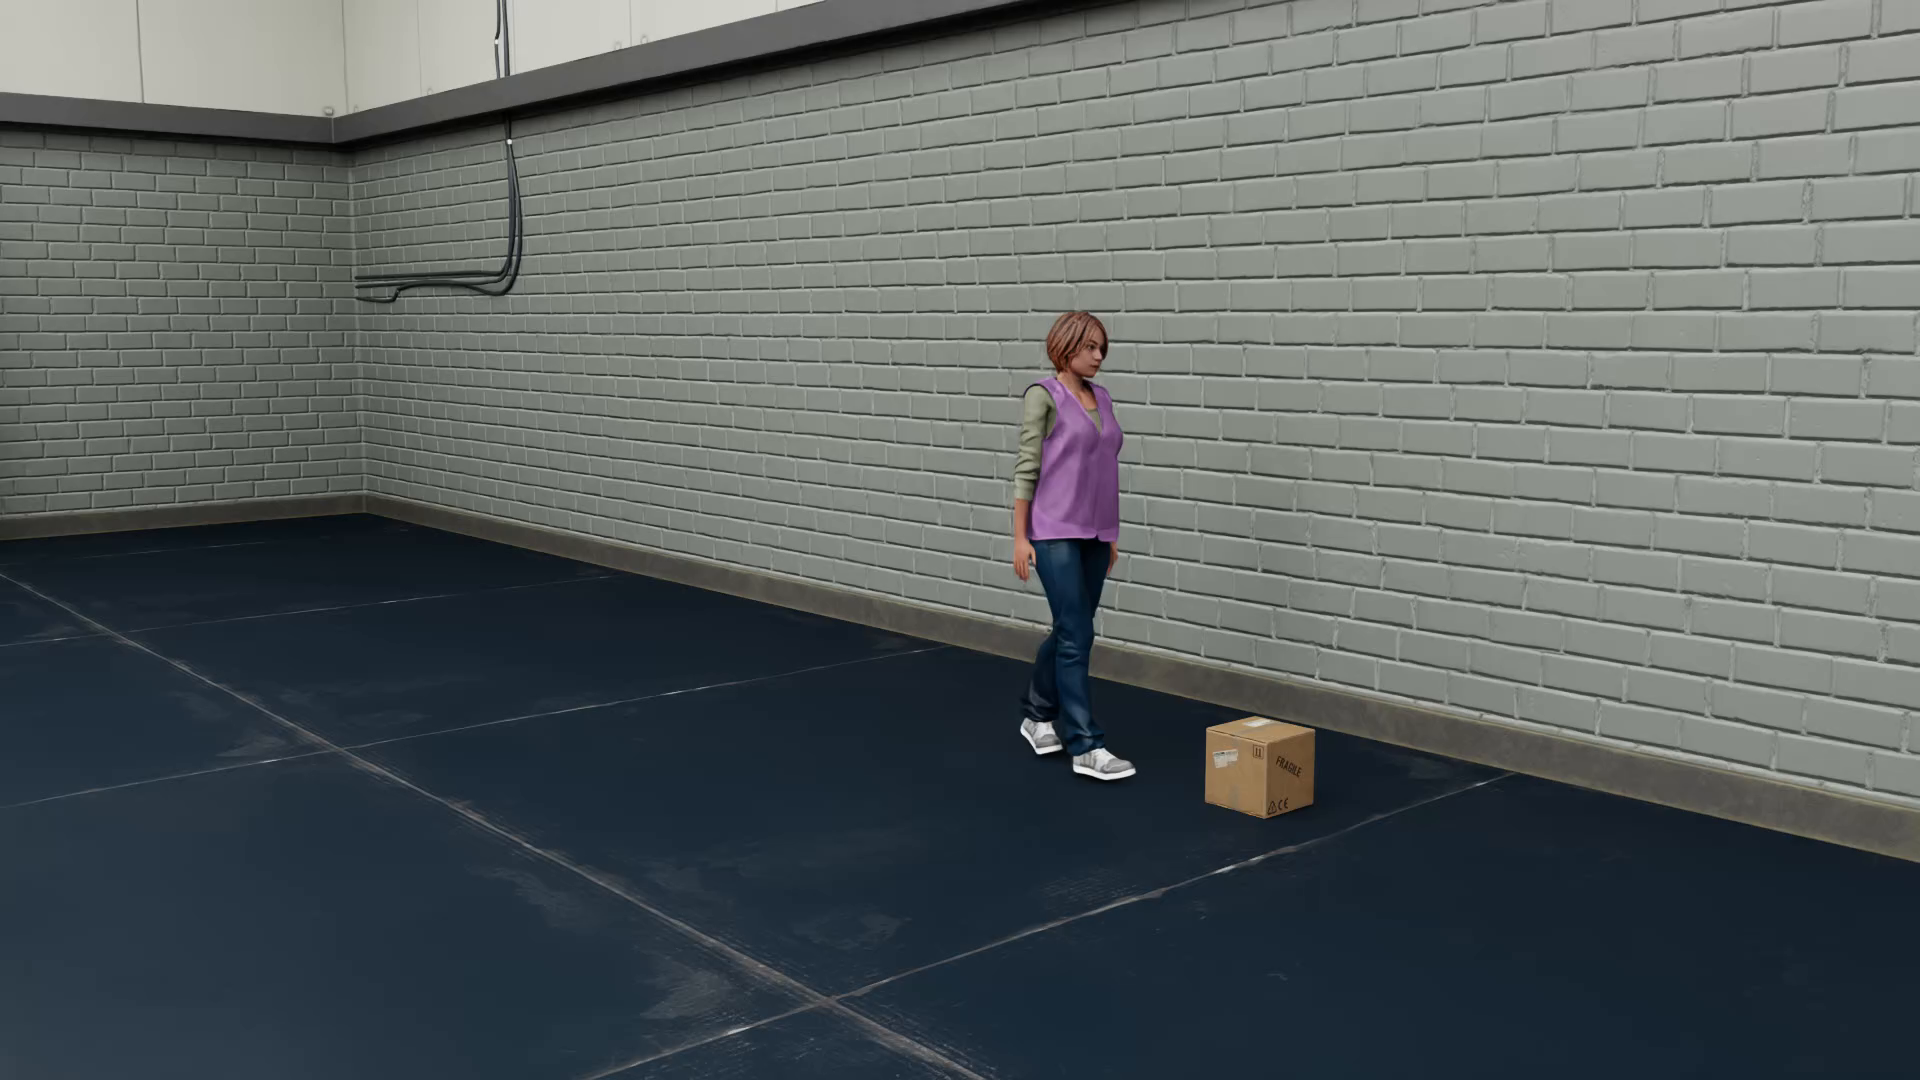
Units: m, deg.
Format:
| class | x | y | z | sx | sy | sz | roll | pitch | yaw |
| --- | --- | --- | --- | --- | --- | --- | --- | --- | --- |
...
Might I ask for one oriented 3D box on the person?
| class | x | y | z | sx | sy | sz | roll | pitch | yaw |
| --- | --- | --- | --- | --- | --- | --- | --- | --- | --- |
| person | 0.406 | 0.004 | 5.777 | 0.444 | 1.580 | 0.679 | -7 | 10 | -41 |
